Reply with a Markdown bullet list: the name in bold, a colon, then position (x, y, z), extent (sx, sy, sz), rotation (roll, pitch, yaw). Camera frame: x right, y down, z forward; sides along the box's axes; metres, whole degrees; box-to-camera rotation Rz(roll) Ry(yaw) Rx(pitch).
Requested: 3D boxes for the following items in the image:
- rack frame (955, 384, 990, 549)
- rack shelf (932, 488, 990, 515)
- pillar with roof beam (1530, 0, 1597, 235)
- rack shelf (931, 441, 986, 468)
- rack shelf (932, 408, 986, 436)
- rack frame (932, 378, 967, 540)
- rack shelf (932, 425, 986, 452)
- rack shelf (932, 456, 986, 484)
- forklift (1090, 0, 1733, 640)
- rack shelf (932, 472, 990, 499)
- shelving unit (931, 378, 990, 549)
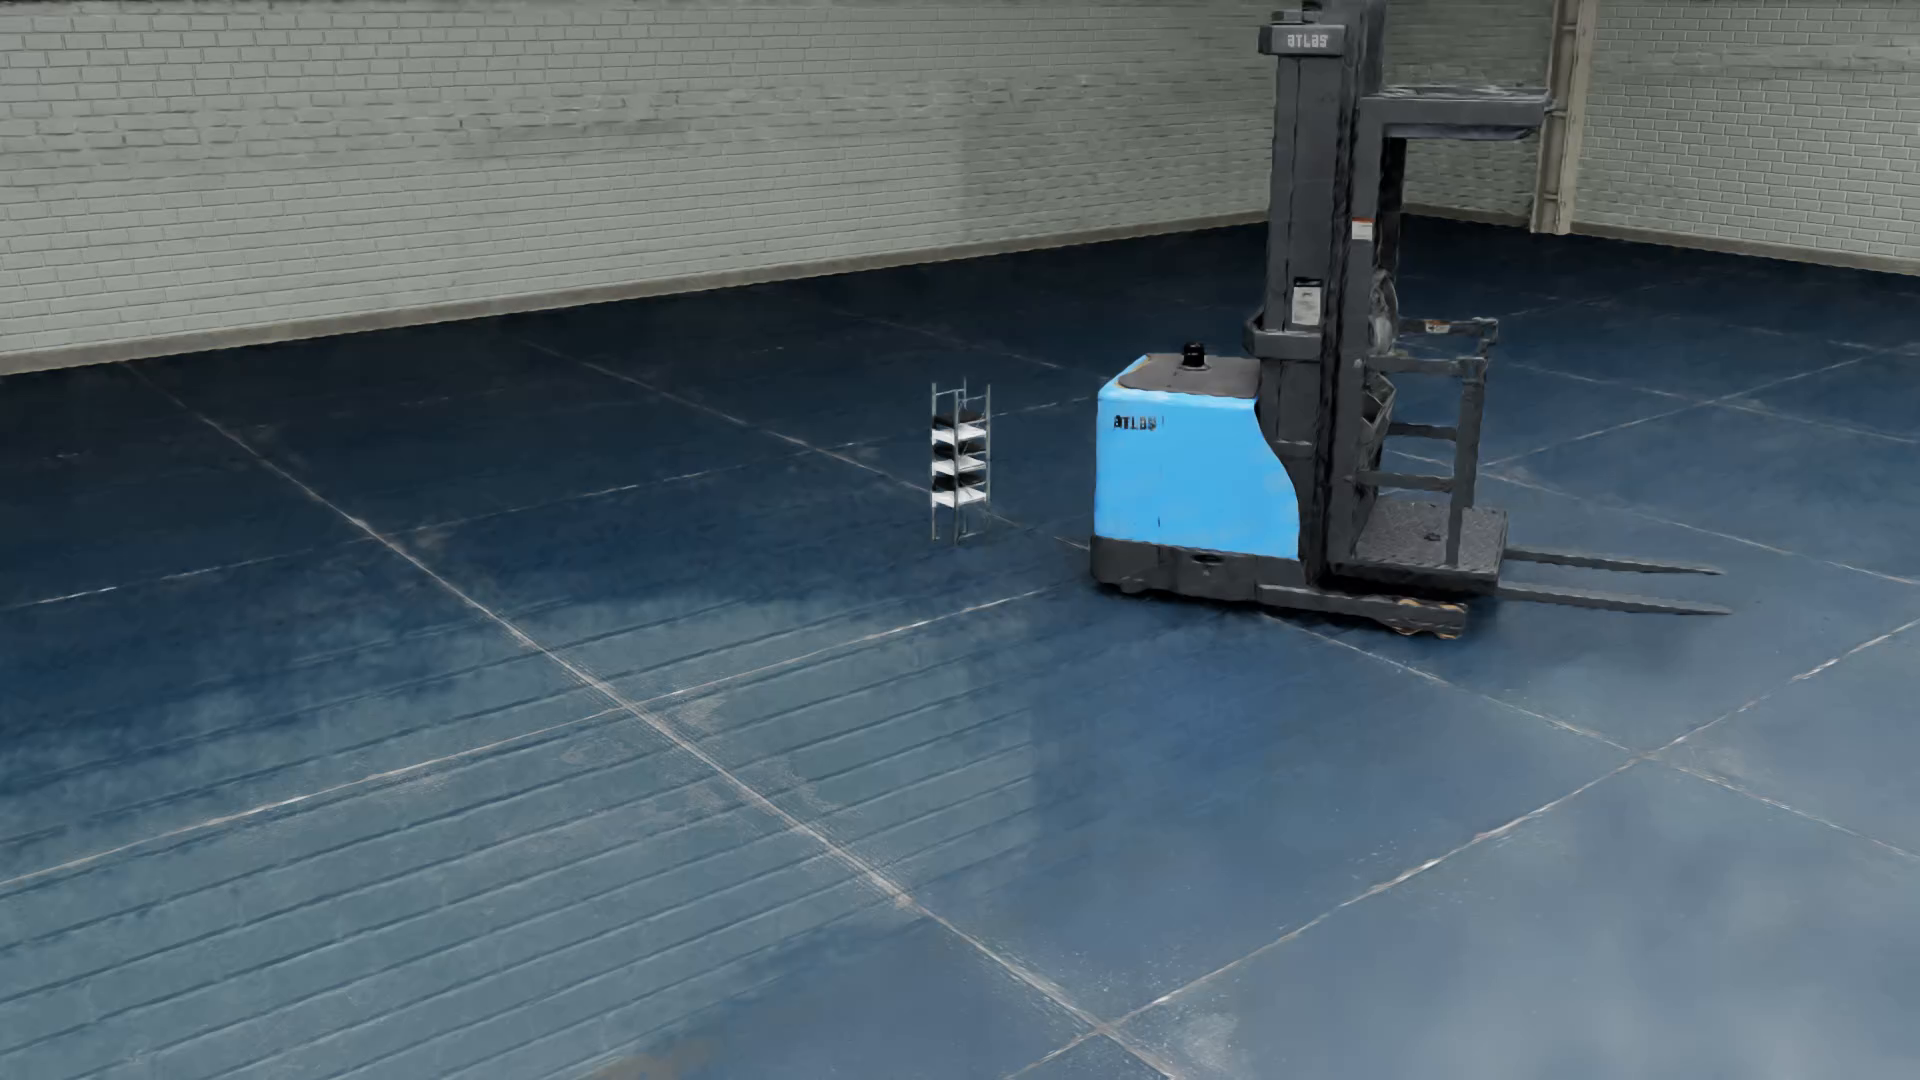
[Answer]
- **rack frame**: position (0.068, -0.400, 9.139), extent (0.240, 0.900, 0.006), rotation (-14, 23, -36)
- **rack shelf**: position (0.005, -0.223, 9.282), extent (0.258, 0.077, 0.200), rotation (-14, 23, -36)
- **pillar with roof beam**: position (4.147, -7.349, 17.240), extent (9.100, 9.000, 0.400), rotation (-14, 23, -36)
- **rack shelf**: position (0.005, -0.479, 9.197), extent (0.258, 0.077, 0.200), rotation (-14, 23, -36)
- **rack shelf**: position (0.005, -0.650, 9.141), extent (0.258, 0.077, 0.200), rotation (-14, 23, -36)
- **rack frame**: position (-0.058, -0.450, 9.291), extent (0.240, 0.900, 0.006), rotation (-14, 23, -36)
- **rack shelf**: position (0.005, -0.564, 9.169), extent (0.258, 0.077, 0.200), rotation (-14, 23, -36)
- **rack shelf**: position (0.005, -0.394, 9.225), extent (0.258, 0.077, 0.200), rotation (-14, 23, -36)
- **forklift**: position (2.243, -1.103, 8.032), extent (3.031, 2.935, 1.130), rotation (7, 19, 19)
- **rack shelf**: position (0.005, -0.308, 9.254), extent (0.258, 0.077, 0.200), rotation (-14, 23, -36)
- **shelving unit**: position (0.005, -0.425, 9.215), extent (0.258, 0.900, 0.210), rotation (-14, 23, -36)
